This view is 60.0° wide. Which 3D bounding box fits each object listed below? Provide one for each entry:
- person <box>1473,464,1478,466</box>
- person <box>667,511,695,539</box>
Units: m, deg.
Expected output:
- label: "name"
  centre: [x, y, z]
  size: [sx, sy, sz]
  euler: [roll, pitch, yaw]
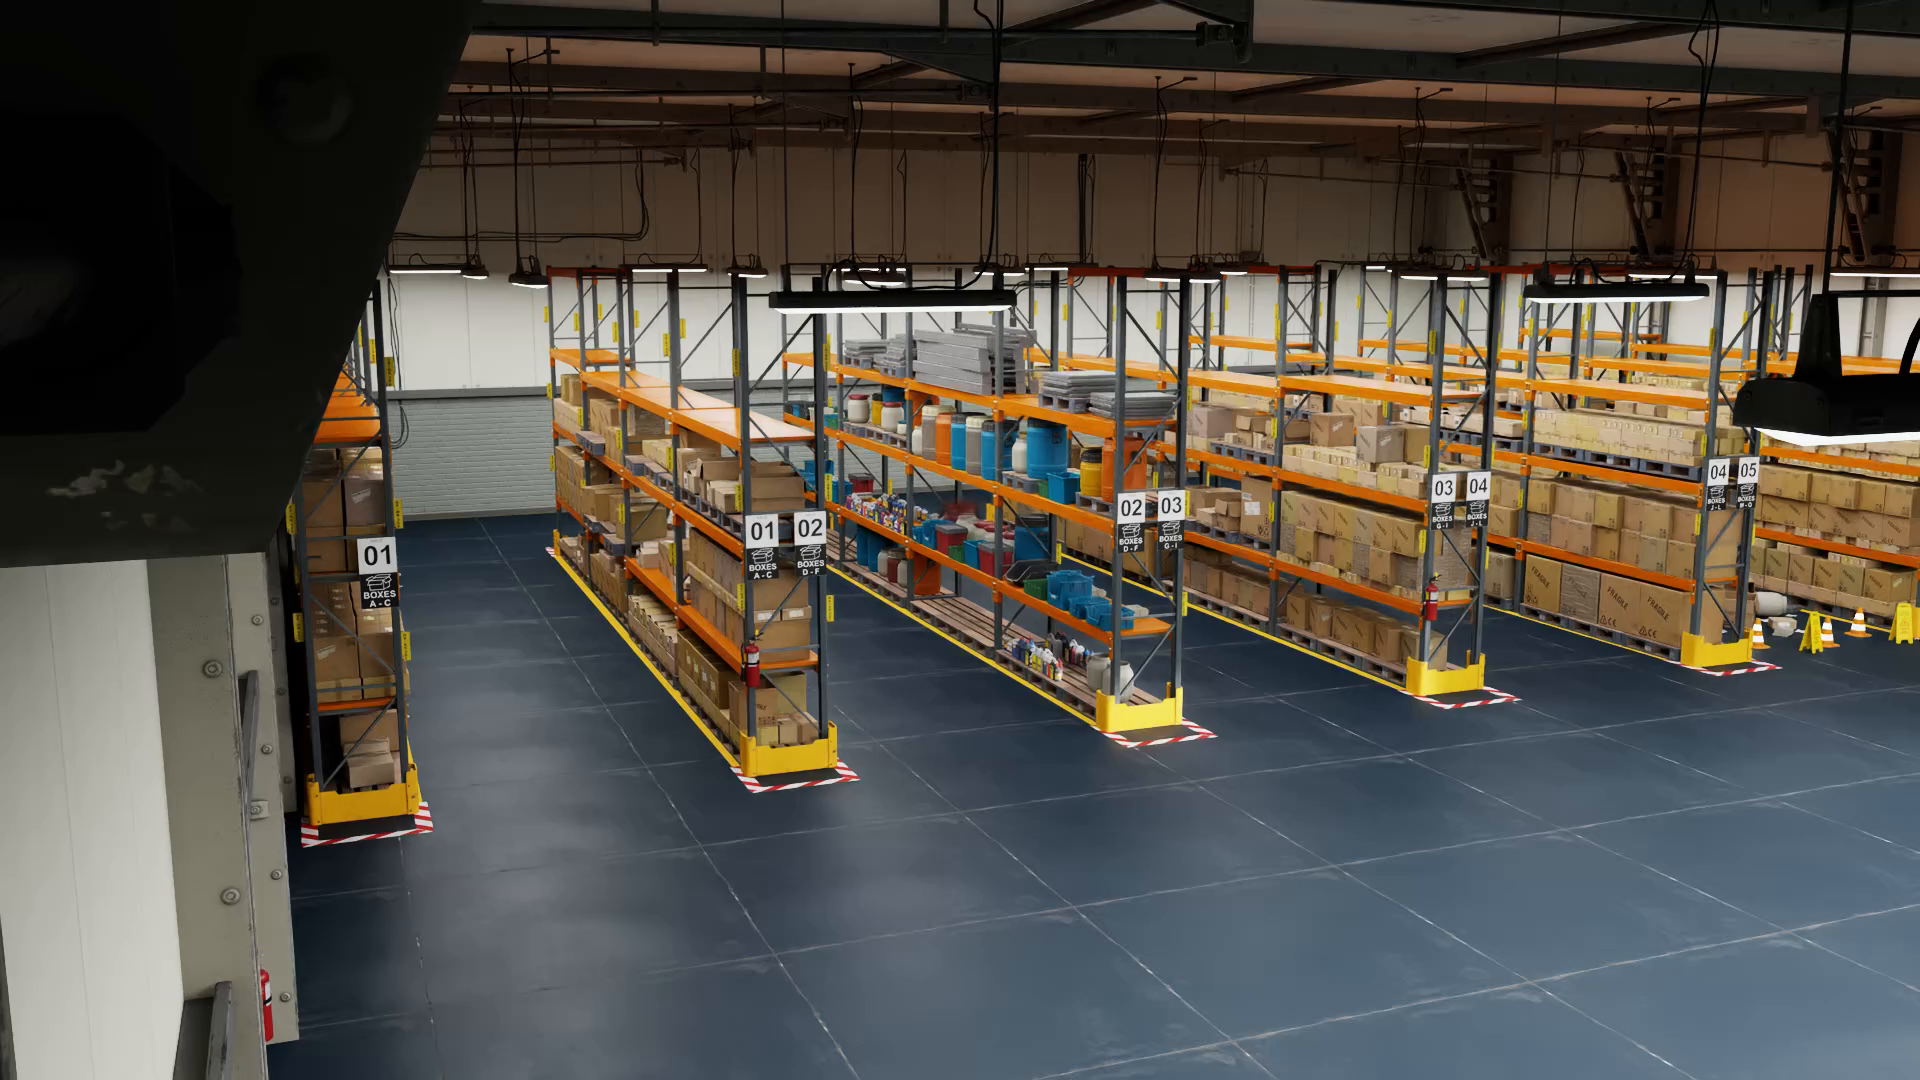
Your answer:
- label: "person"
  centre: [11.273, -0.755, 36.155]
  size: [0.546, 1.773, 0.545]
  euler: [-9, 13, -42]
- label: "person"
  centre: [-5.340, -0.071, 32.272]
  size: [0.695, 1.659, 0.715]
  euler: [-2, 10, -13]
